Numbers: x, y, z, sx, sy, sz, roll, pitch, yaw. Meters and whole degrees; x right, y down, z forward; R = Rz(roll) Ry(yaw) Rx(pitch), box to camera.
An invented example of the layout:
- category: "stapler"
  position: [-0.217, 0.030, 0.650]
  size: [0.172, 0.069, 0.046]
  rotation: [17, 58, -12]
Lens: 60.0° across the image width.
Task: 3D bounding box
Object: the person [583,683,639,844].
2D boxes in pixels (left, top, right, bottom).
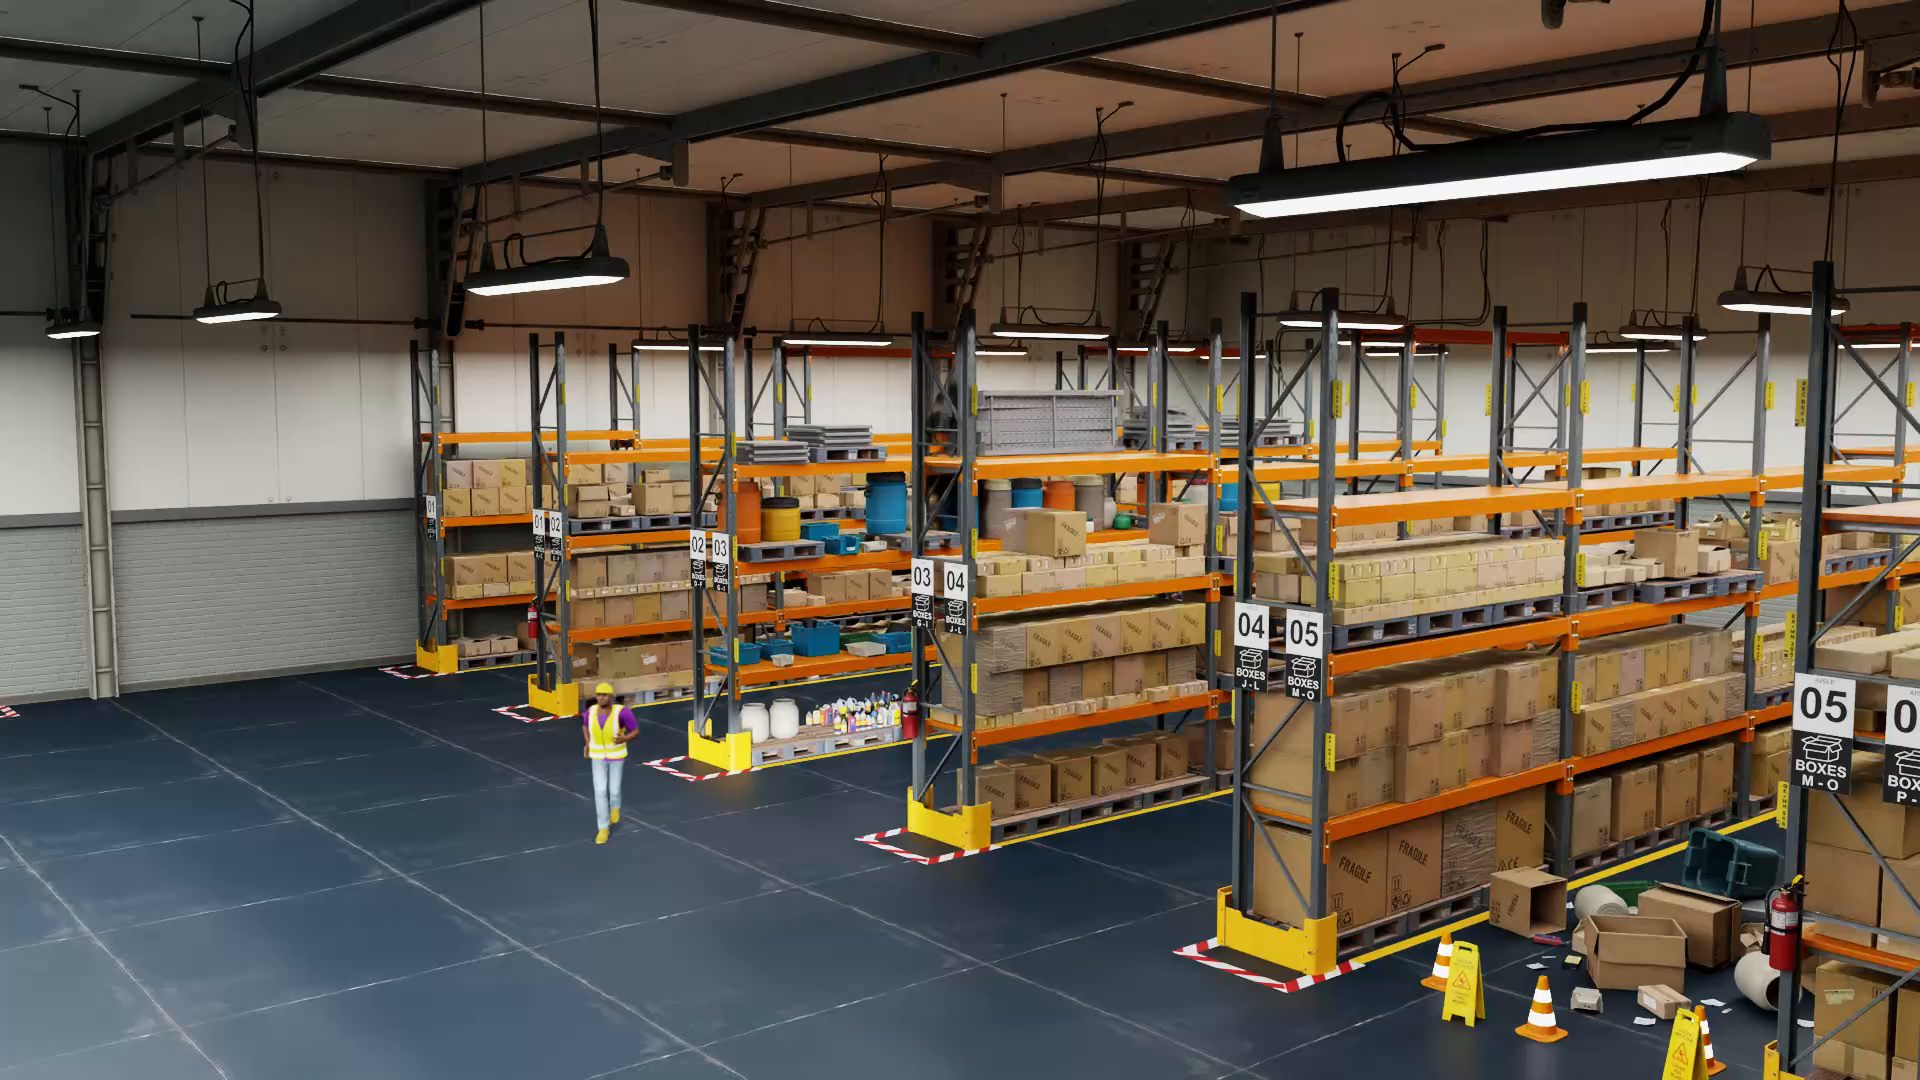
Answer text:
- category: "person"
  position: [-4.029, 2.514, 19.140]
  size: [0.682, 1.780, 0.914]
  rotation: [0, 5, -2]

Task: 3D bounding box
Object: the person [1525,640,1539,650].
- category: "person"
  position: [7.904, 2.204, 23.178]
  size: [0.585, 1.613, 0.622]
  rotation: [5, 7, 41]
